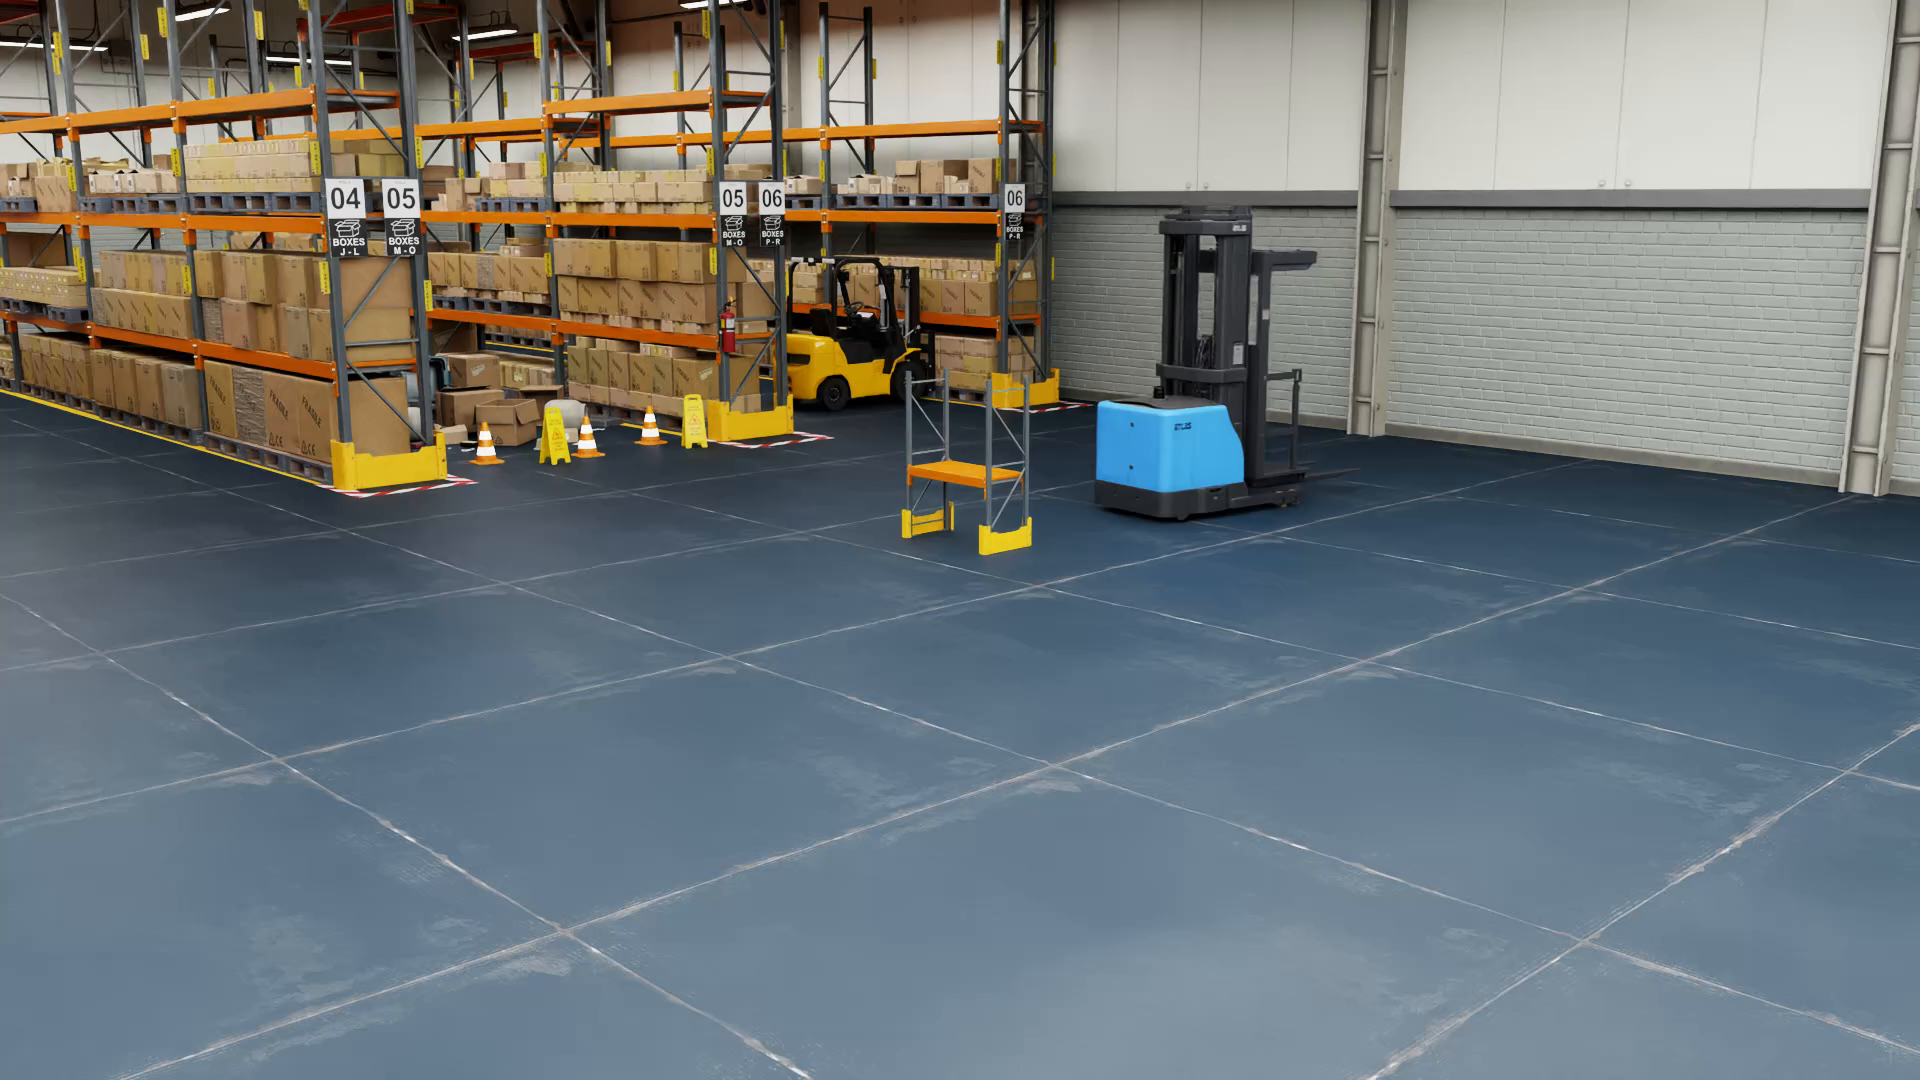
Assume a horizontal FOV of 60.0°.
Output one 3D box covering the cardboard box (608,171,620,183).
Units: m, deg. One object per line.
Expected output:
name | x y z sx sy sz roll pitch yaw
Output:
cardboard box | -4.474 -4.844 22.204 0.380 0.149 0.250 -11 16 -43

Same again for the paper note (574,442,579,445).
paper note | -4.725 -1.204 20.681 0.142 0.019 0.148 6 13 26

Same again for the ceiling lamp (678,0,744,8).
ceiling lamp | -3.302 -9.545 24.473 0.800 3.185 2.000 -11 16 -43

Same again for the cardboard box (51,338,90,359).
cardboard box | -13.026 -2.821 24.468 0.500 0.250 0.500 -10 16 -41

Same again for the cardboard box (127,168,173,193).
cardboard box | -10.275 -4.582 21.219 0.500 0.311 0.500 11 16 43

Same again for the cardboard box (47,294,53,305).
cardboard box | -12.858 -3.462 23.865 0.380 0.149 0.250 -11 16 -43

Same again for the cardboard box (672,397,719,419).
cardboard box | -3.402 -1.741 21.701 0.500 0.250 0.500 -11 16 -43

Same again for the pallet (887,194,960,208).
pallet | -0.361 -5.201 25.507 1.003 0.211 1.213 -11 16 -43

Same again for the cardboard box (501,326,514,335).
cardboard box | -9.178 -4.574 34.833 0.700 0.500 0.500 -10 15 -40

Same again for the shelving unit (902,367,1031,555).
shelving unit | 0.053 -0.723 14.706 0.587 1.500 1.083 -11 16 -43

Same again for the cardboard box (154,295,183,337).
cardboard box | -9.808 -2.839 21.008 0.500 0.500 0.500 -11 16 -43

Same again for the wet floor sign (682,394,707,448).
wet floor sign | -3.275 -1.468 20.437 0.267 0.644 0.232 -5 13 -23

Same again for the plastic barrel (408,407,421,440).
plastic barrel | -7.012 -1.463 20.966 0.512 0.421 0.421 -1 12 -4

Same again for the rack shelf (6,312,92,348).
rack shelf | -13.049 -3.200 24.795 1.077 0.370 4.000 -11 16 -43

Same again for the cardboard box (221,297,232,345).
cardboard box | -8.246 -2.621 19.829 0.875 0.550 0.550 -11 16 -43

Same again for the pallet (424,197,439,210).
pallet | -8.640 -5.429 26.862 1.213 0.211 1.003 -10 15 -40

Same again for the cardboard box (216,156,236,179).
cardboard box | -8.072 -4.216 18.853 0.500 0.250 0.500 -11 16 -43

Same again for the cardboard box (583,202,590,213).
cardboard box | -4.966 -4.581 22.903 0.380 0.149 0.250 -11 16 -43

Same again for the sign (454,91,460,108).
sign | -10.487 -9.184 34.677 0.100 0.325 0.005 -11 16 -43

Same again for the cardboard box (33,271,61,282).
cardboard box | -13.229 -3.832 24.183 0.380 0.149 0.250 -10 15 -40

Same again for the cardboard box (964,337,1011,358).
cardboard box | 0.411 -2.863 24.667 0.500 0.250 0.500 -10 15 -41

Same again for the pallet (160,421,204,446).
pallet | -9.493 -1.413 21.249 1.003 0.211 1.213 -11 16 -43

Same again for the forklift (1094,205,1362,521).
forklift | 2.802 -1.832 16.540 3.031 2.935 1.130 -9 14 -36

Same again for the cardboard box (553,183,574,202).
cardboard box | -5.289 -4.821 23.077 0.500 0.250 0.500 -11 16 -44

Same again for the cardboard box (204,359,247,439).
cardboard box | -8.522 -1.741 20.151 0.875 0.875 0.875 -11 16 -42

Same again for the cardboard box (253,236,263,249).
cardboard box | -12.833 -5.413 31.028 0.500 0.500 0.500 -11 16 -43

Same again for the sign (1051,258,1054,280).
sign | 1.360 -4.029 24.694 0.100 0.325 0.005 -11 16 -43

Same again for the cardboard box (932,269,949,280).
cardboard box | -0.202 -4.018 25.125 0.250 0.149 0.380 11 16 43

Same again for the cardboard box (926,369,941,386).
cardboard box | -0.274 -2.522 25.491 0.500 0.250 0.500 -11 16 -42

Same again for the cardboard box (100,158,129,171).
cardboard box | -12.104 -5.327 23.754 0.396 0.266 0.258 -11 16 -43

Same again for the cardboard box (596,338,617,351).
cardboard box | -4.784 -2.700 22.893 0.380 0.149 0.250 -10 15 -40

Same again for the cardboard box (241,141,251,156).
cardboard box | -7.674 -4.309 18.318 0.380 0.149 0.250 -11 16 -42

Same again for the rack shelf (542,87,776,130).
rack shelf | -4.014 -5.674 21.942 1.077 0.370 4.000 -11 16 -43

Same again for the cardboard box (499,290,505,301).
cardboard box | -6.644 -3.652 24.785 0.380 0.149 0.250 -11 16 -43

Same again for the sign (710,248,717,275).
sign | -3.048 -3.445 20.548 0.100 0.325 0.005 -11 16 -43

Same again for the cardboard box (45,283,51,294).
cardboard box | -12.880 -3.611 23.850 0.380 0.149 0.250 -11 16 -42

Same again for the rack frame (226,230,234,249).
rack frame | -13.682 -5.133 32.392 1.000 3.000 0.127 -11 16 -43

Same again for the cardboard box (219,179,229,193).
cardboard box | -8.196 -4.029 18.935 0.380 0.149 0.250 -11 16 -43

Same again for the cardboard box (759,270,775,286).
cardboard box | -3.041 -4.431 28.117 0.500 0.250 0.500 -10 16 -41

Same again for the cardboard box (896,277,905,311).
cardboard box | -0.636 -3.798 25.664 0.500 0.500 0.500 -11 16 -42

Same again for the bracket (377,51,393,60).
bracket | -13.485 -11.403 39.036 0.235 0.232 0.430 -11 16 -43

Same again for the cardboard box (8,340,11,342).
cardboard box | -15.780 -3.290 27.999 0.250 0.149 0.380 11 16 43

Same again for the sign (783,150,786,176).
sign | -2.240 -4.771 21.034 0.100 0.325 0.005 -11 16 -43

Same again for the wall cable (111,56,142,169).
wall cable | -17.814 -8.862 35.625 0.463 3.000 0.029 -11 16 -43

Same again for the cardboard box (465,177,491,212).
cardboard box | -7.083 -5.266 25.351 0.797 0.503 0.637 -11 16 -43

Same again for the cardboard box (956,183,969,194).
cardboard box | 0.163 -5.169 24.470 0.250 0.149 0.380 11 16 44

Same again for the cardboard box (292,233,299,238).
cardboard box | -11.819 -5.532 29.996 0.380 0.149 0.250 -11 16 -43

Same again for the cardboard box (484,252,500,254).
cardboard box | -7.277 -4.264 26.150 0.500 0.500 0.500 -11 16 -43

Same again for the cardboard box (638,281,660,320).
cardboard box | -3.892 -3.181 21.931 0.500 0.500 0.500 -11 16 -43

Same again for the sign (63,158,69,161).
sign | -14.031 -5.838 26.122 0.100 0.325 0.005 -11 16 -43

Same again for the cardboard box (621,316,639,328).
cardboard box | -4.338 -2.947 22.405 0.380 0.149 0.250 -11 16 -43

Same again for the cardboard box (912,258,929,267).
cardboard box | -0.508 -4.248 25.506 0.380 0.149 0.250 -11 16 -42

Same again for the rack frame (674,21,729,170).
rack frame | -4.570 -7.596 29.480 1.000 3.000 0.127 -11 16 -43

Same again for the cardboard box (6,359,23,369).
cardboard box | -14.877 -2.801 26.362 0.380 0.149 0.250 -10 16 -41

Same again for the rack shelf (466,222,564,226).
rack shelf | -8.713 -6.650 34.105 1.077 0.370 4.000 -11 16 -43
